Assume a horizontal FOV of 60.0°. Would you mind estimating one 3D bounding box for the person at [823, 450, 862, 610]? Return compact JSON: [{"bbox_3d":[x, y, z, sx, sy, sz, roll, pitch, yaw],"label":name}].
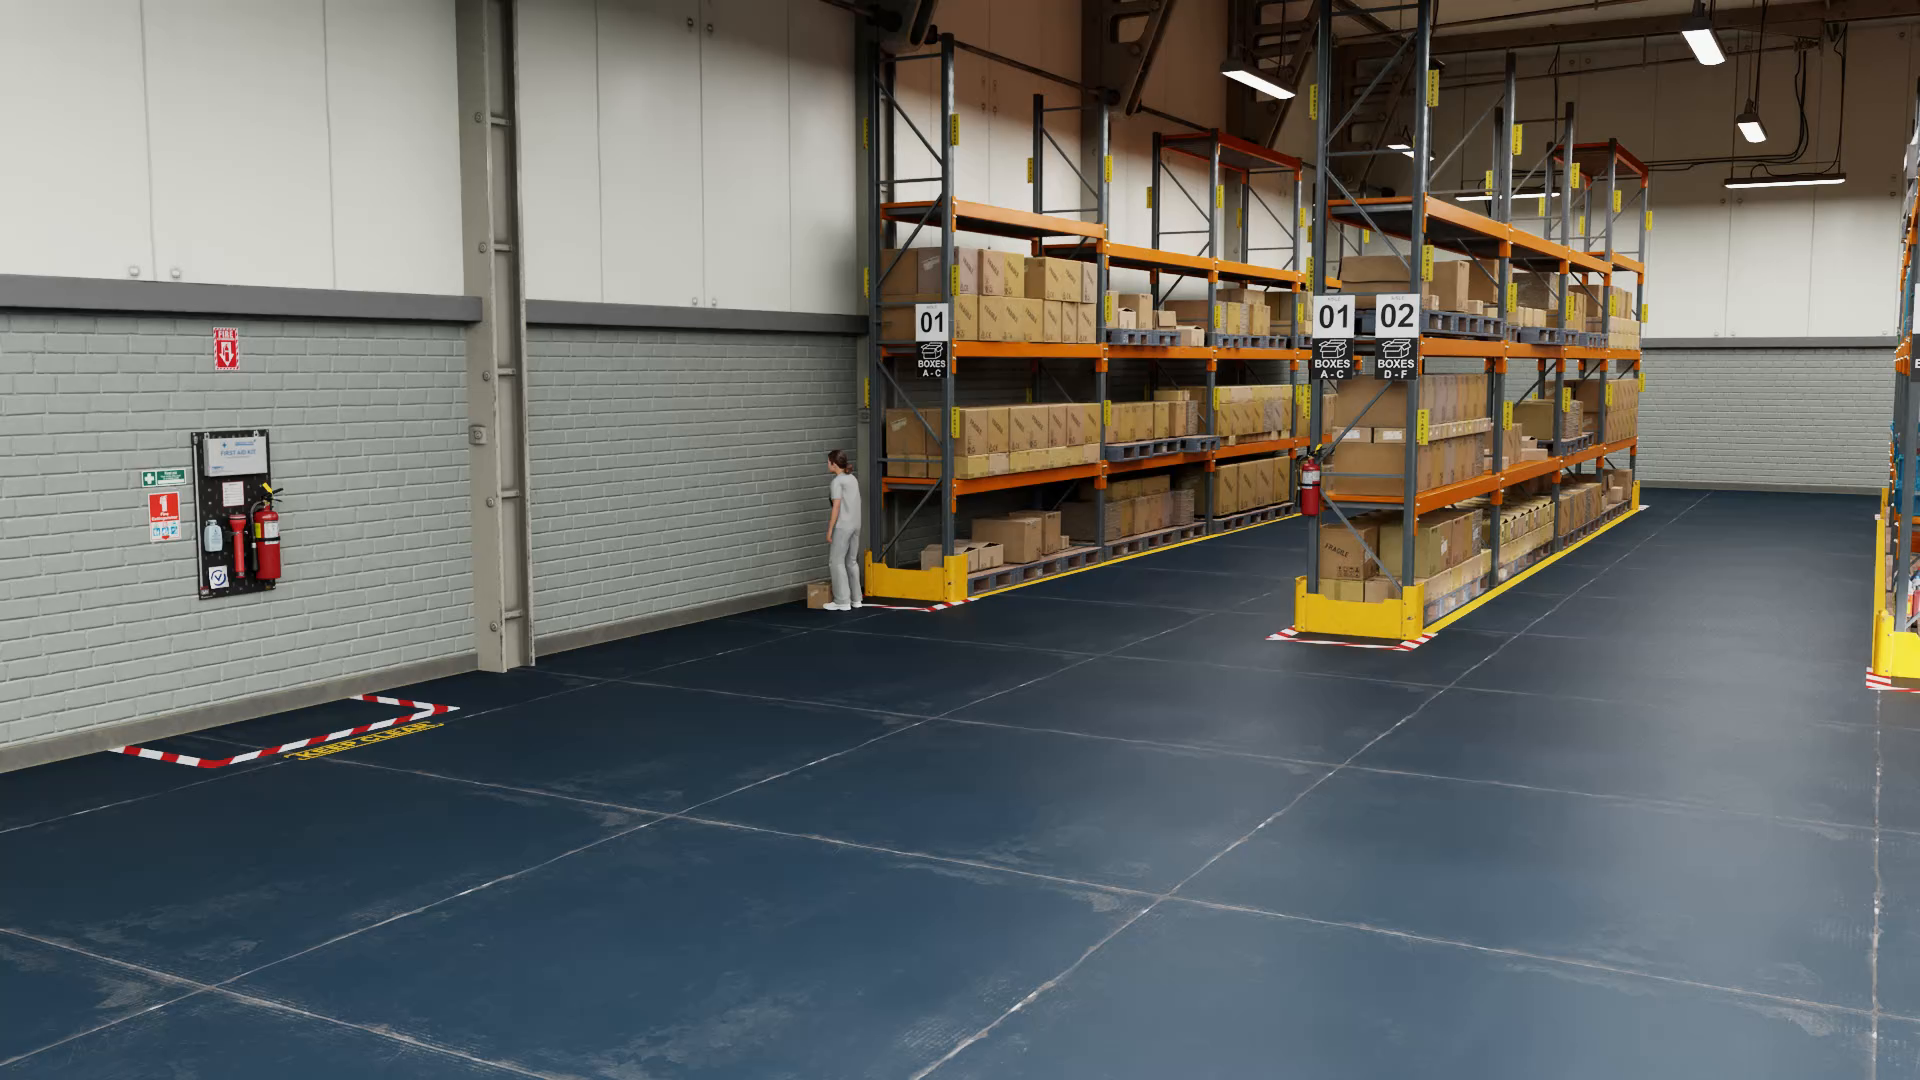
[{"bbox_3d":[-1.220,-0.110,17.372,0.355,1.673,0.508,3,7,27],"label":"person"}]
